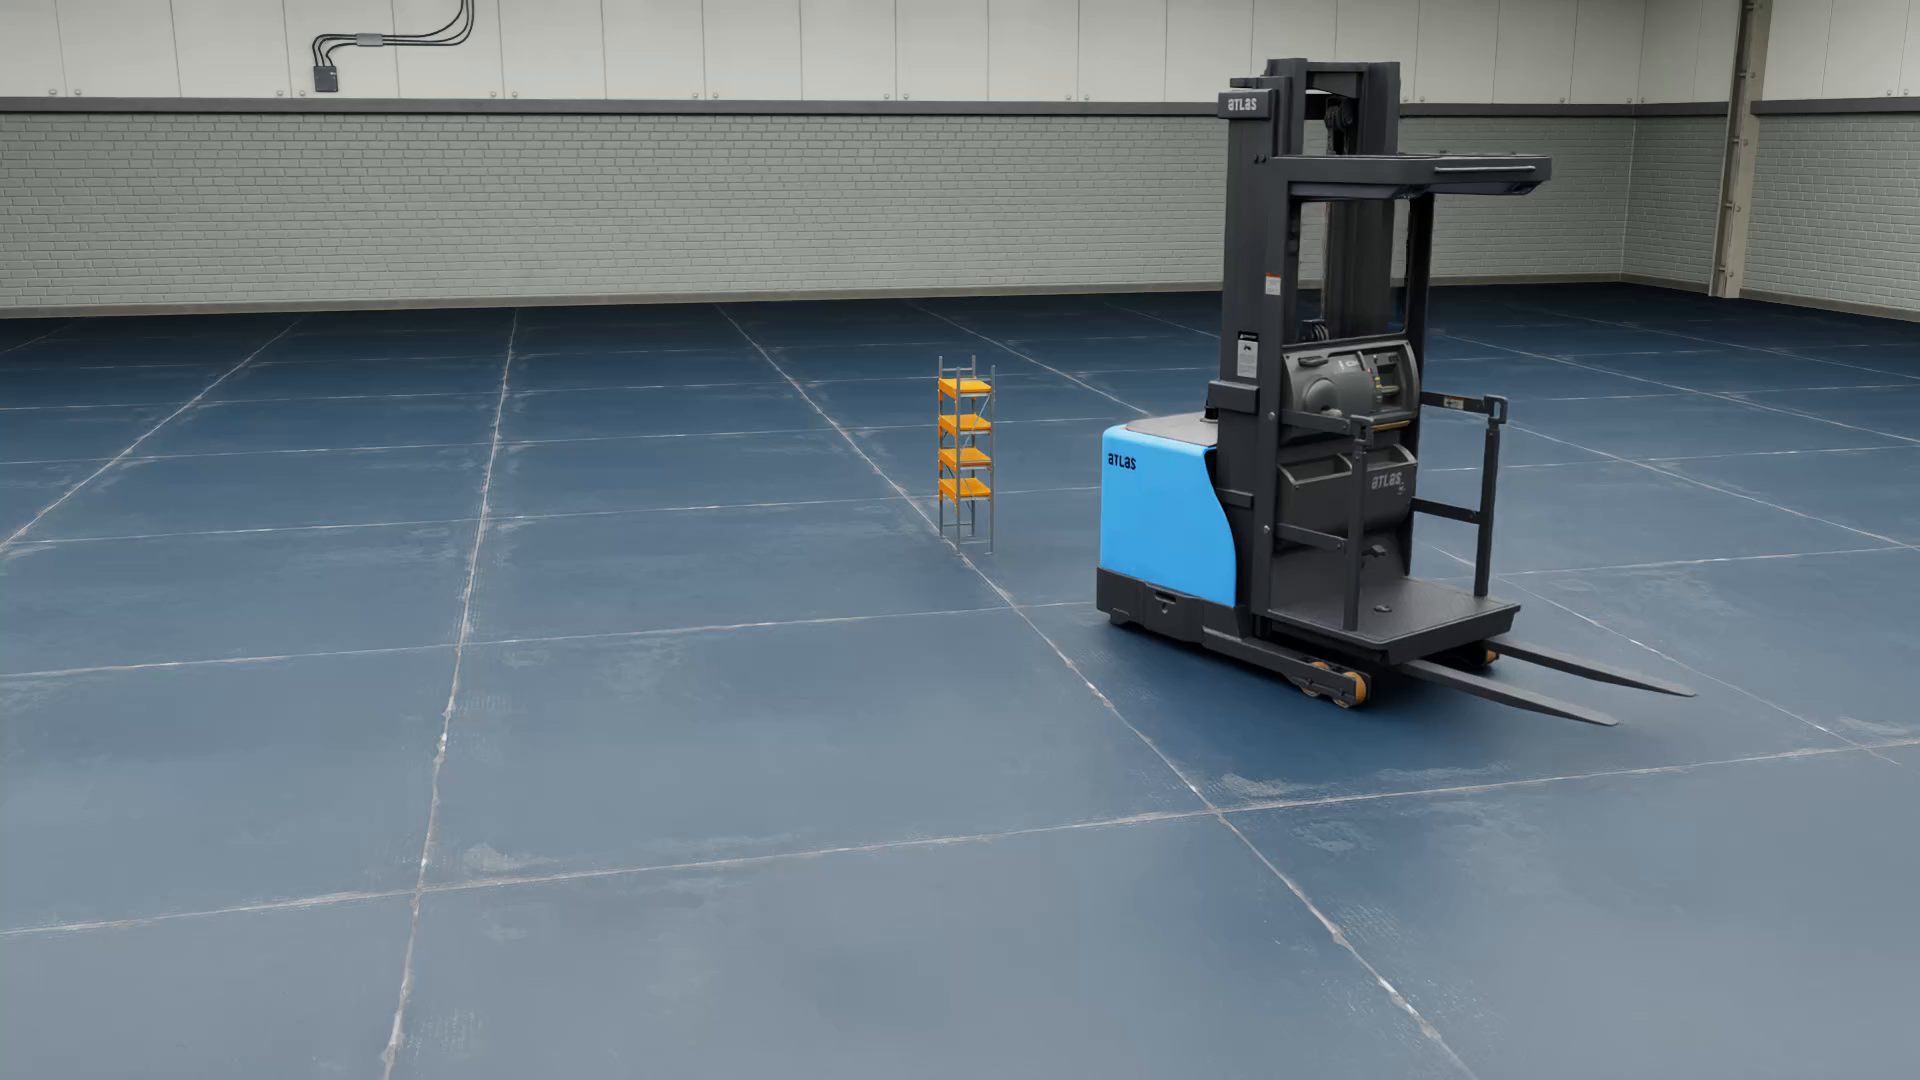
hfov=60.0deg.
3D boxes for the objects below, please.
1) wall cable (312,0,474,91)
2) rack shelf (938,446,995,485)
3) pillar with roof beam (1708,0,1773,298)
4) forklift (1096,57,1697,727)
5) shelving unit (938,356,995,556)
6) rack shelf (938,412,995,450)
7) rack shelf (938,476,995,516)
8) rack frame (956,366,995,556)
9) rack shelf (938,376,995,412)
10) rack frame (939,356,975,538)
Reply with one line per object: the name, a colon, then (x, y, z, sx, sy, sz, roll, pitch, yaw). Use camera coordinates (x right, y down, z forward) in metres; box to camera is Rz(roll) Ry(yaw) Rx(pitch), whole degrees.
wall cable: (-8.279, -9.530, 23.807, 2.305, 6.003, 0.169, -3, 14, -13)
rack shelf: (0.039, -0.479, 10.644, 0.258, 0.148, 0.480, -3, 14, -13)
pillar with roof beam: (8.330, -8.115, 25.181, 9.100, 9.000, 0.400, -3, 14, -13)
forklift: (2.036, -0.776, 7.928, 1.130, 2.935, 3.031, -10, 17, -36)
shelving unit: (0.039, -0.545, 10.628, 0.258, 1.200, 0.503, -3, 14, -13)
rack shelf: (0.039, -0.697, 10.591, 0.258, 0.148, 0.480, -3, 14, -13)
rack shelf: (0.039, -0.286, 10.691, 0.258, 0.148, 0.480, -3, 14, -13)
rack frame: (0.096, -0.488, 10.398, 0.240, 1.200, 0.015, -3, 14, -13)
rack shelf: (0.039, -0.926, 10.535, 0.258, 0.148, 0.480, -3, 14, -13)
rack frame: (-0.018, -0.601, 10.859, 0.240, 1.200, 0.015, -3, 14, -13)
